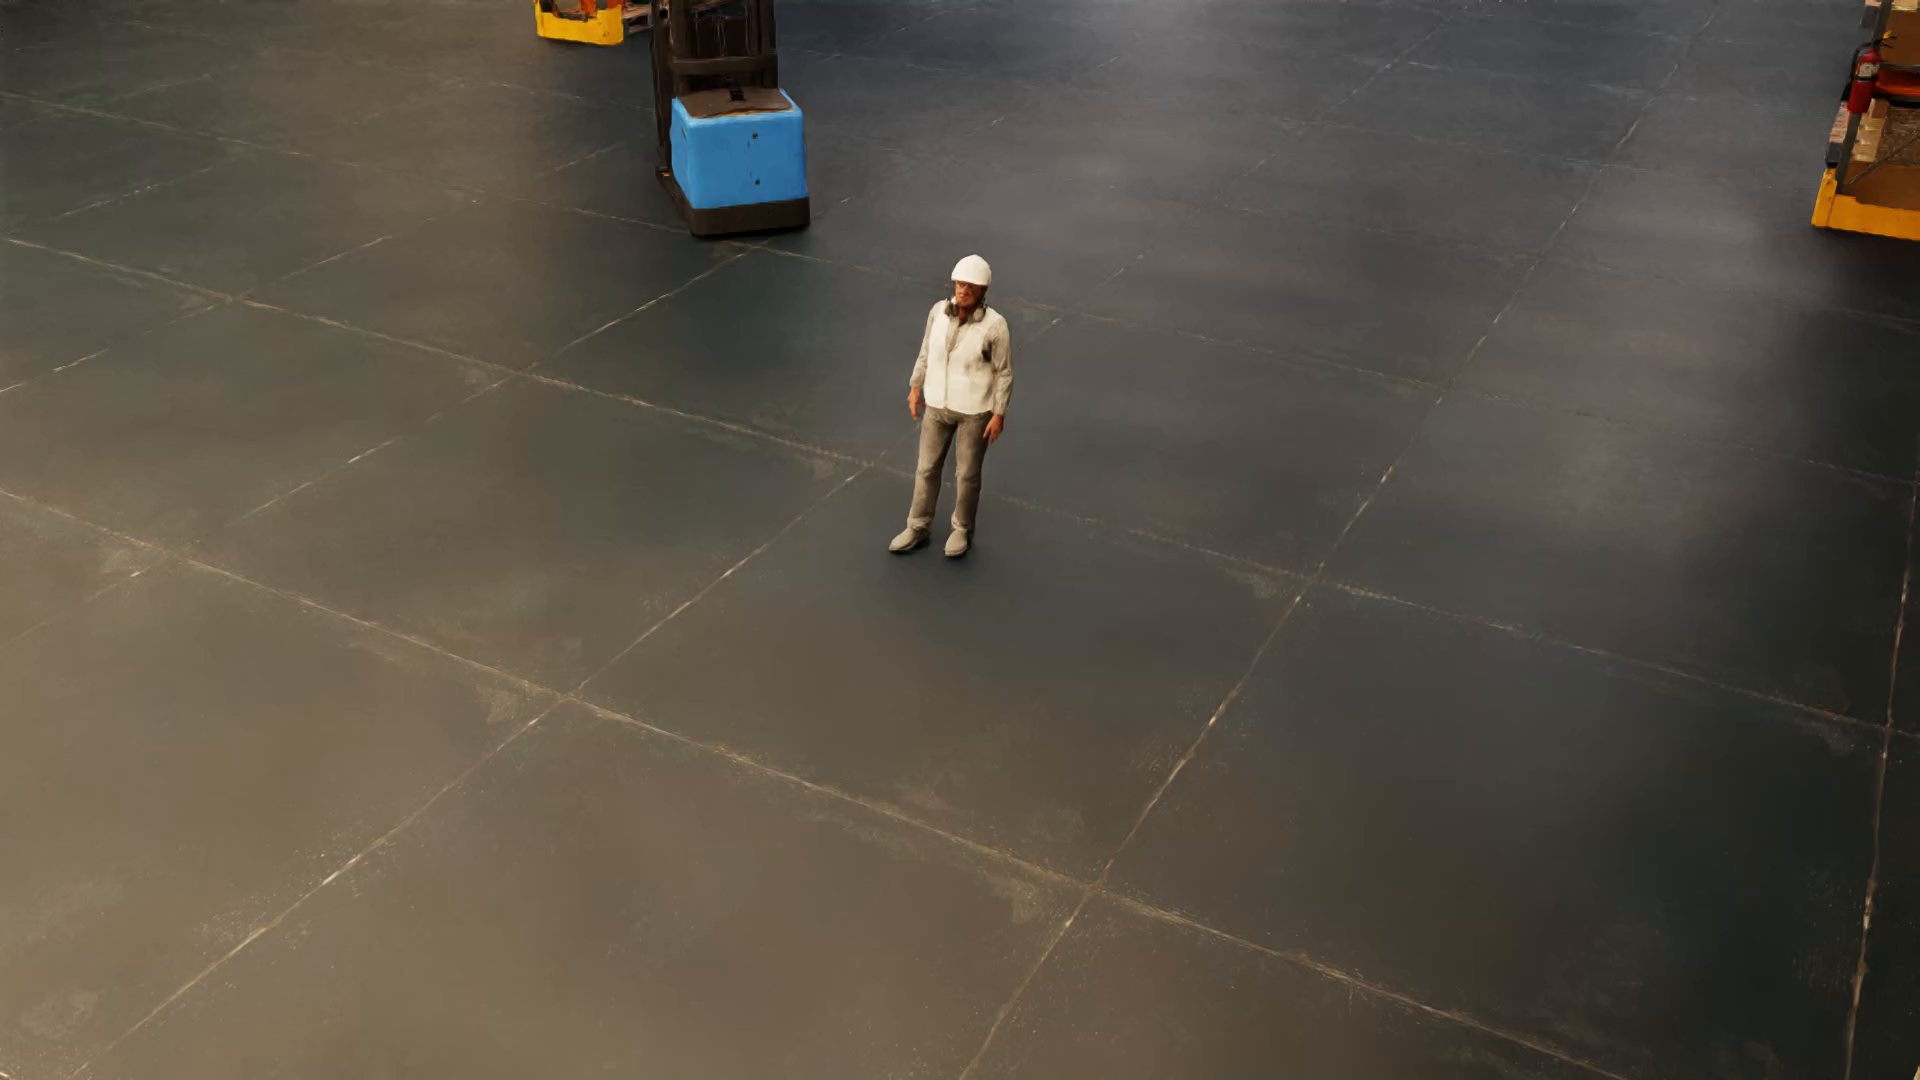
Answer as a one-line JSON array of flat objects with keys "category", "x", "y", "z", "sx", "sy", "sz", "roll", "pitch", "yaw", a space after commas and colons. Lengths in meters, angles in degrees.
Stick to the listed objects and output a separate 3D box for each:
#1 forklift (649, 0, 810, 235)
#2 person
[{"category": "forklift", "x": -2.276, "y": -4.639, "z": 15.109, "sx": 1.130, "sy": 2.935, "sz": 3.031, "roll": -9, "pitch": 31, "yaw": -16}, {"category": "person", "x": -0.037, "y": -0.749, "z": 9.512, "sx": 0.632, "sy": 1.773, "sz": 0.567, "roll": 15, "pitch": 33, "yaw": 25}]
